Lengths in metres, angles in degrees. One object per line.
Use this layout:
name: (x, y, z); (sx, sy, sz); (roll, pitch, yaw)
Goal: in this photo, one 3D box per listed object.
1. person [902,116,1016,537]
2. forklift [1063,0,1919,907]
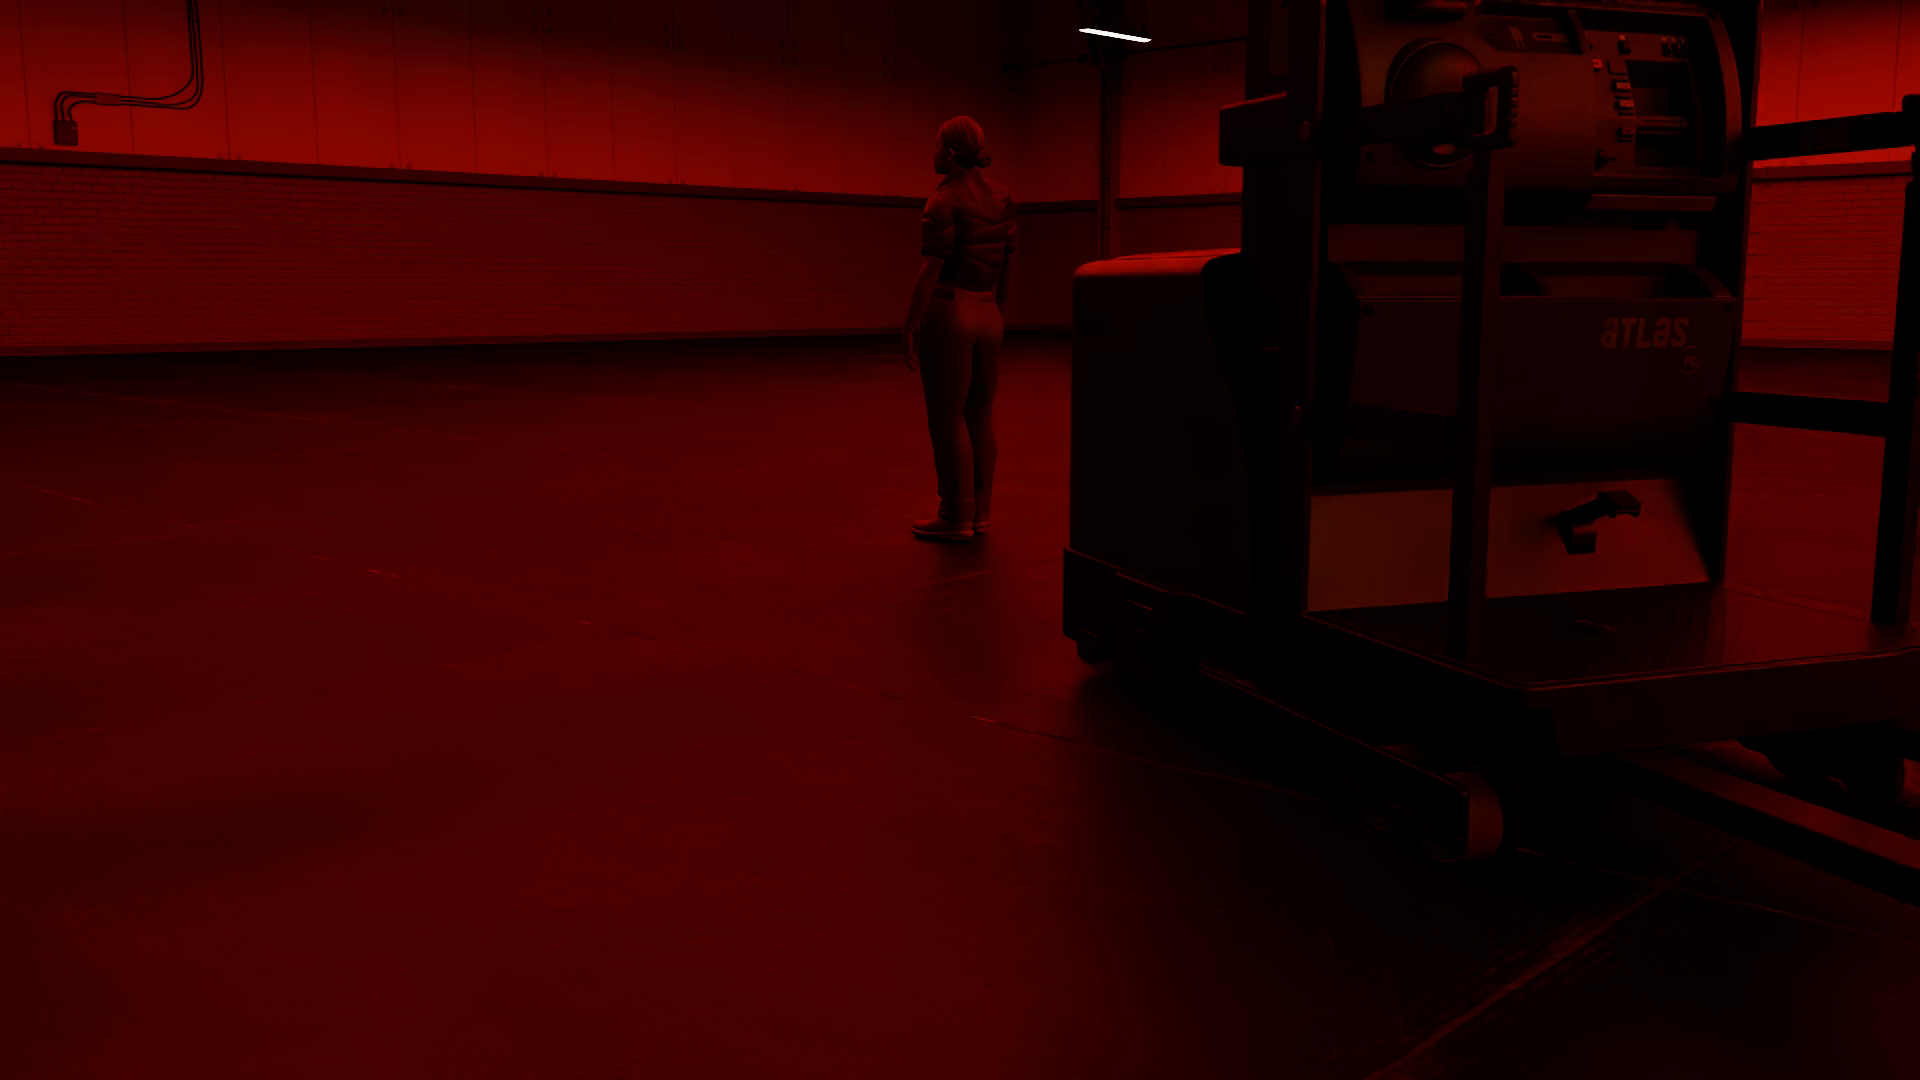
person: (-0.049, -0.833, 6.668); (0.504, 1.648, 0.570); (8, 12, 43)
forklift: (1.256, -0.946, 3.157); (1.130, 2.935, 3.031); (-3, 9, -20)
